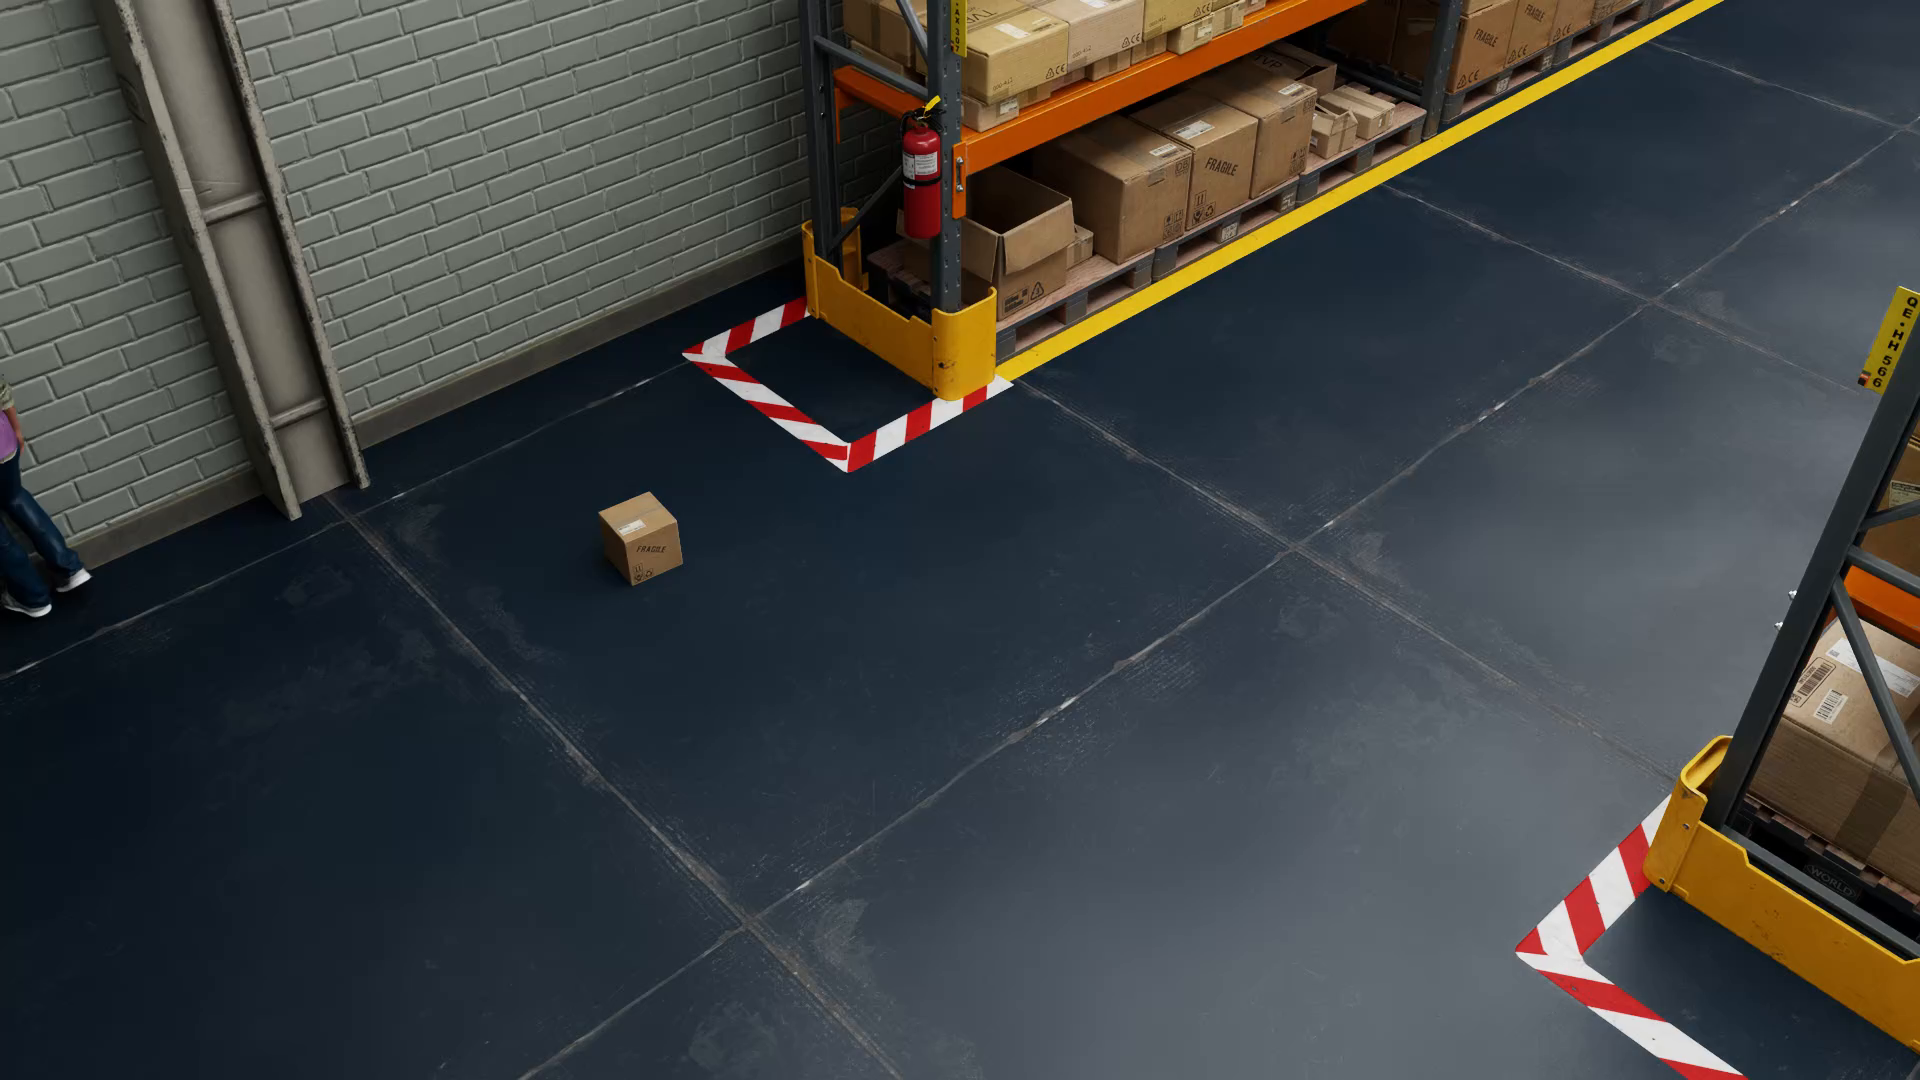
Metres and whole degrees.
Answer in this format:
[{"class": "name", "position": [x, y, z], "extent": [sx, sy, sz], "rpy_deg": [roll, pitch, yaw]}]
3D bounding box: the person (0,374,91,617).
[{"class": "person", "position": [-3.900, -0.325, 6.550], "extent": [0.366, 1.629, 0.432], "rpy_deg": [17, 43, 19]}]
